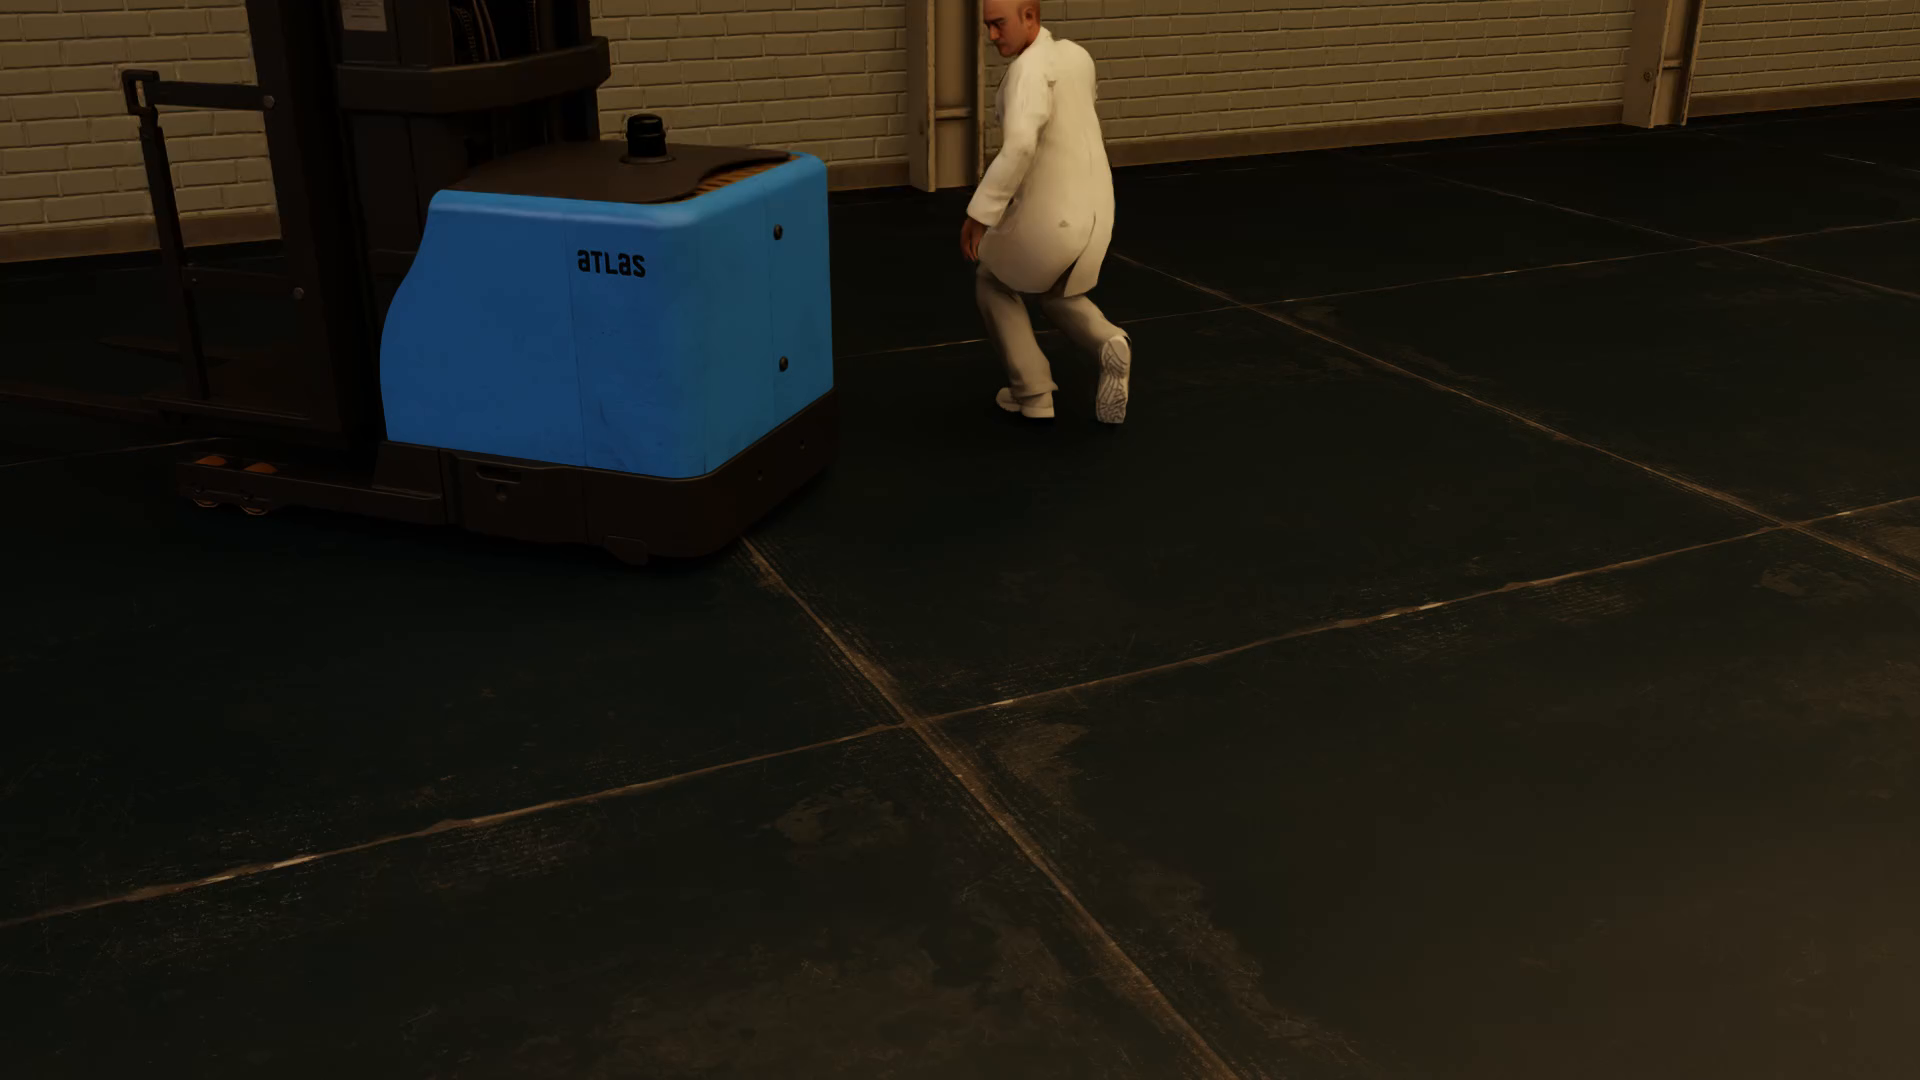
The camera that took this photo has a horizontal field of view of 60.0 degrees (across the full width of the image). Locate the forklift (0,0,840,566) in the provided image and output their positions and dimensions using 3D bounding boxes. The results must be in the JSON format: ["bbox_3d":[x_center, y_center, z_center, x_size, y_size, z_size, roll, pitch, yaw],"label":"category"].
[{"bbox_3d":[-1.978,-1.610,5.163,3.031,2.935,1.130,8,24,18],"label":"forklift"}]

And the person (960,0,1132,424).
[{"bbox_3d":[0.352,-1.191,5.984,0.877,1.573,0.669,-21,30,-41],"label":"person"}]
